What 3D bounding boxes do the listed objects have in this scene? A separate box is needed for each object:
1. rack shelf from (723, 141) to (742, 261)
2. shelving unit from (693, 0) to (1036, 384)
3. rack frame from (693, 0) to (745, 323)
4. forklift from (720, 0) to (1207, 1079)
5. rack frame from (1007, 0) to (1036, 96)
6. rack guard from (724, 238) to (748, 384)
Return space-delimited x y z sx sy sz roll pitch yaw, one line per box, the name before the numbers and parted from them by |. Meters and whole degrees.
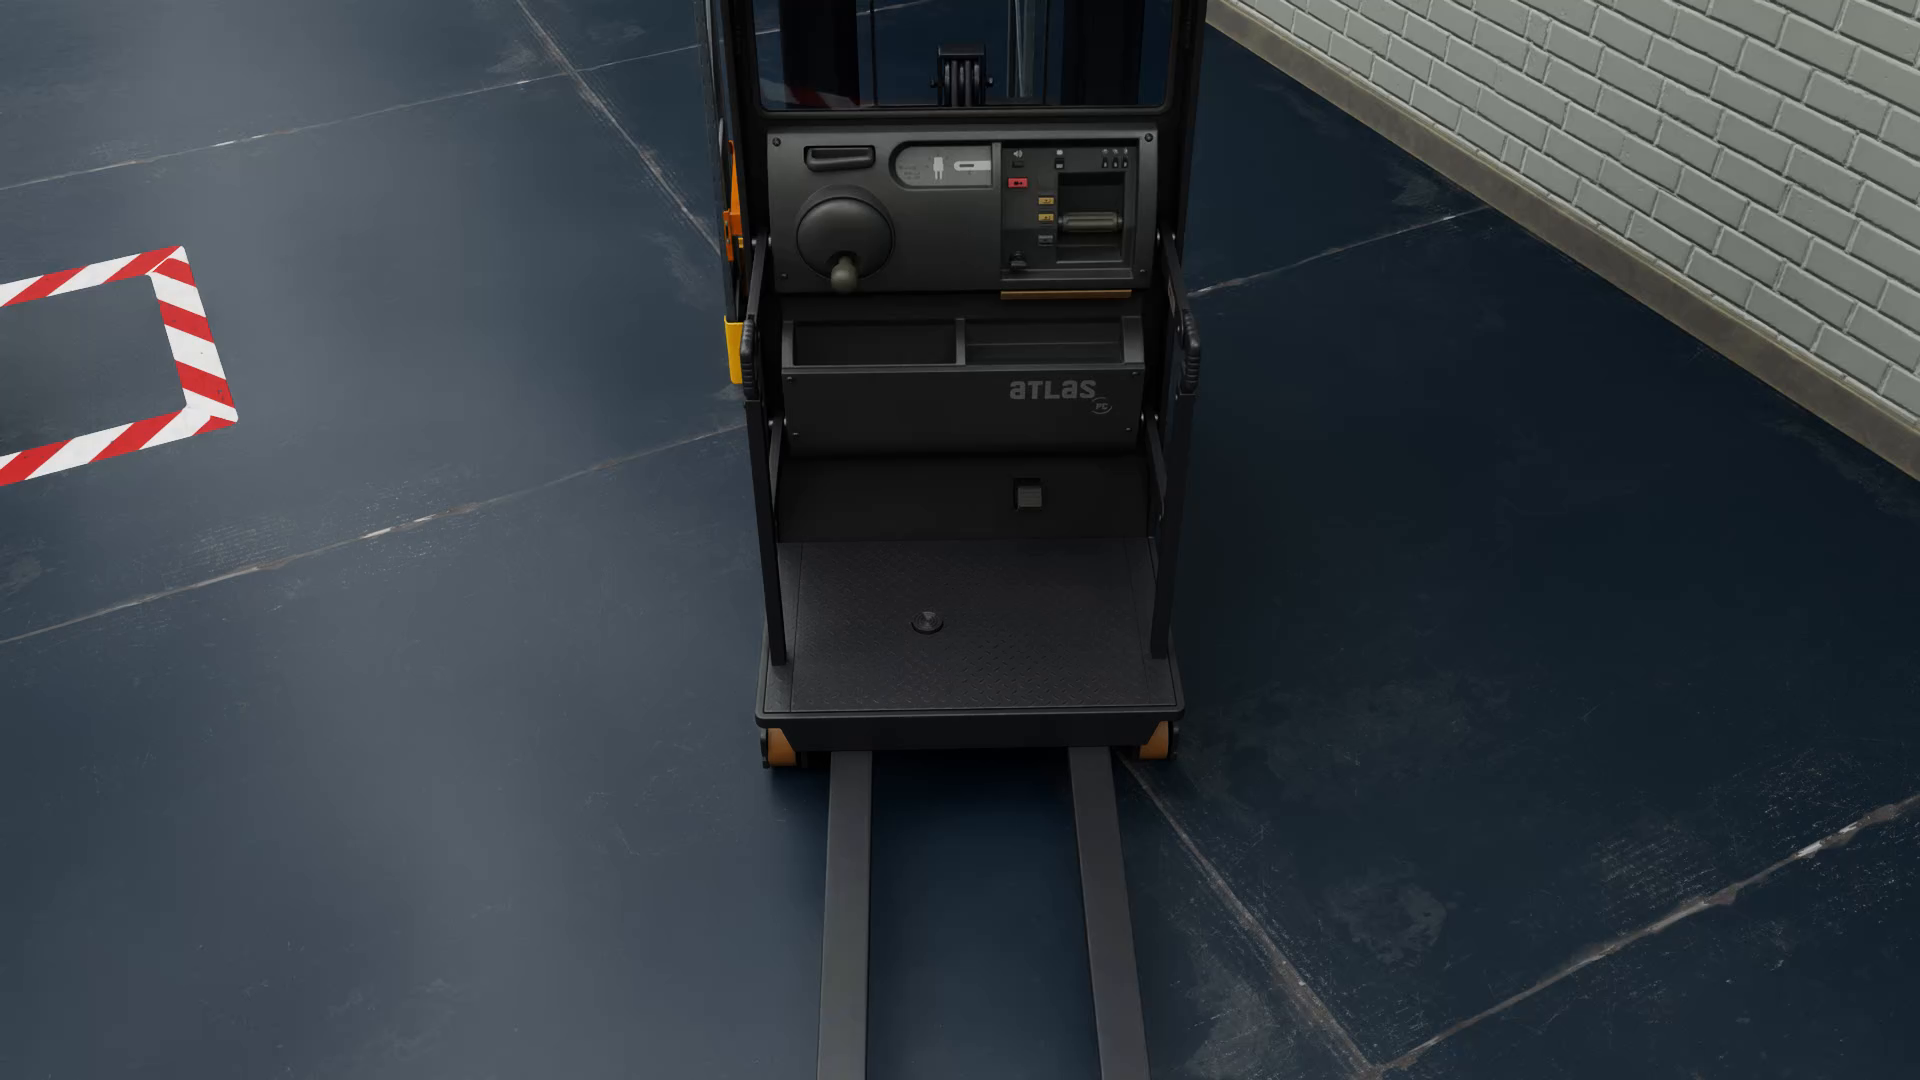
rack shelf | -0.307 -1.205 5.791 1.000 0.185 0.538 -3 40 -3
shelving unit | -0.298 -1.343 5.676 1.083 1.500 0.587 -3 40 -3
rack frame | -0.814 -1.316 5.644 0.032 1.500 0.500 -3 40 -3
forklift | 0.015 -0.714 3.825 1.130 2.935 3.031 -1 40 -1
rack frame | 0.199 -1.369 5.706 0.032 1.500 0.500 -3 40 -3
rack guard | -0.795 -0.840 6.049 0.087 0.250 0.587 -3 40 -3
